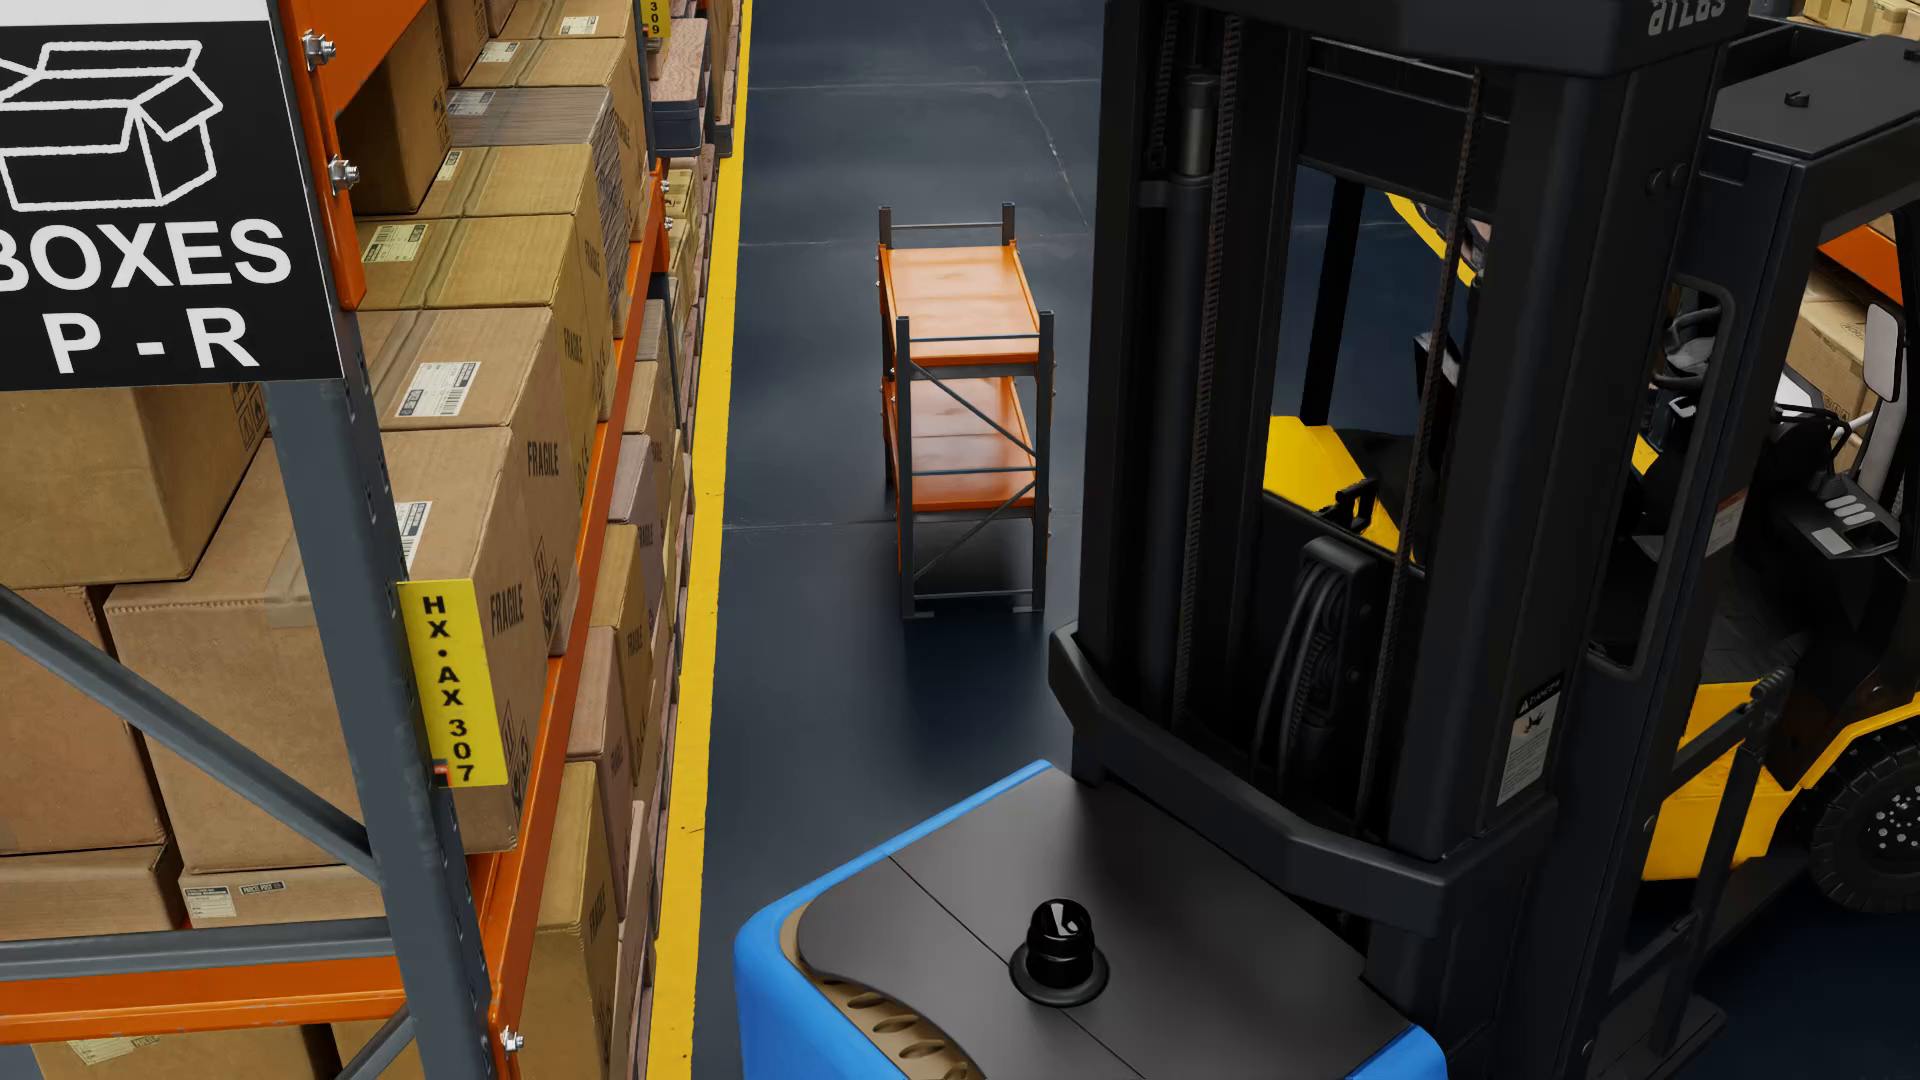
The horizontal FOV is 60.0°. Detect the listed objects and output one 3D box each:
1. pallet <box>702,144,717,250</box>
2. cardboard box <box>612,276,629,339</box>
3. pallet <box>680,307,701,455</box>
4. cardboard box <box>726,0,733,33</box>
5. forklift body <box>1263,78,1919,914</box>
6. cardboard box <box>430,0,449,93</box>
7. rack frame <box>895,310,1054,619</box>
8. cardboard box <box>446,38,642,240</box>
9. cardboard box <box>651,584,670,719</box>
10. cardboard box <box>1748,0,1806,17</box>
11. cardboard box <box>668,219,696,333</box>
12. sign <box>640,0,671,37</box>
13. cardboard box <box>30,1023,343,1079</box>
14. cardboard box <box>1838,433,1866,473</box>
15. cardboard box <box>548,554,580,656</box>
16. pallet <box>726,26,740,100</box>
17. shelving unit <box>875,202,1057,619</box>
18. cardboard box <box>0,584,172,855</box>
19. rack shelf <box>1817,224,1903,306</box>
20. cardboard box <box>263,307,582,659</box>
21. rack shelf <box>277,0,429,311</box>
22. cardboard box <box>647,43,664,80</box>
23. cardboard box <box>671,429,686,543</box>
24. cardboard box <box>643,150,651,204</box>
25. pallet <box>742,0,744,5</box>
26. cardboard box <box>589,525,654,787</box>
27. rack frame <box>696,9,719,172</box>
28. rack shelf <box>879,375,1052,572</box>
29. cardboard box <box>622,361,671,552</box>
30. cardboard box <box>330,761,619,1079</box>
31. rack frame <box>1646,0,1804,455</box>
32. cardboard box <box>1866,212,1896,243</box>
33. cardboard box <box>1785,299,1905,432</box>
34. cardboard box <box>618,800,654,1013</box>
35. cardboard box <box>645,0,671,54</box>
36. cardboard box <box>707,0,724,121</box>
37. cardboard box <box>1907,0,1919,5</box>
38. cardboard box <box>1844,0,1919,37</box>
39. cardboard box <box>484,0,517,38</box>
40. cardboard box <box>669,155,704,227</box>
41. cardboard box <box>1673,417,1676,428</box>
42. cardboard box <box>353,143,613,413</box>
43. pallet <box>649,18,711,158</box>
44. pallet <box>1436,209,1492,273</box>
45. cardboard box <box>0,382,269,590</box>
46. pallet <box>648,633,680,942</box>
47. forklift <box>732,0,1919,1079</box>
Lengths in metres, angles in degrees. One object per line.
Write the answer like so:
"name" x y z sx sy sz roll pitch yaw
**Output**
"pallet" -1.876 -1.899 9.224 1.003 0.211 1.213 -3 31 -5
"cardboard box" -1.142 -0.677 4.704 0.380 0.149 0.250 -3 31 -5
"pallet" -1.648 -0.654 7.138 1.003 0.211 1.213 -3 31 -5
"cardboard box" -2.092 -4.032 11.738 0.875 0.875 0.875 -2 31 -3
"forklift body" 1.748 -0.167 4.432 2.313 2.155 1.214 -3 31 -5
"cardboard box" -1.703 -1.299 4.136 0.700 0.500 0.500 -3 31 -6
"rack frame" 0.047 -0.227 5.533 0.500 1.125 0.032 -3 31 -5
"cardboard box" -1.230 -1.146 4.857 0.500 0.500 0.500 -2 31 -3
"cardboard box" -1.148 0.367 4.982 0.500 0.250 0.500 -2 31 -4
"cardboard box" 3.067 -2.082 6.469 0.500 0.250 0.500 -3 31 -6
"cardboard box" -1.696 -1.140 7.386 0.950 0.372 0.625 -1 31 -1
"sign" -1.034 -1.855 5.586 0.100 0.325 0.005 -3 31 -5
"cardboard box" -1.535 0.871 3.408 0.500 0.500 0.500 -3 31 -4
"cardboard box" 3.190 -0.131 5.329 0.500 0.250 0.500 -3 31 -5
"cardboard box" -0.985 0.114 3.379 0.380 0.149 0.250 -2 31 -4
"pallet" -2.057 -3.326 11.612 1.003 0.211 1.213 -3 31 -5
"shelving unit" -0.001 -0.486 5.967 0.538 1.125 1.048 -3 31 -5
"cardboard box" -1.525 0.154 2.679 0.500 0.500 0.500 -3 31 -5
"rack shelf" 3.555 -0.363 4.634 1.077 0.370 4.000 -3 31 -5
"cardboard box" -1.020 -0.101 3.107 0.500 0.500 0.500 -2 31 -3
"rack shelf" -1.387 -1.411 3.464 1.077 0.370 4.000 -3 31 -5
"cardboard box" -1.311 -1.823 6.212 0.380 0.149 0.250 -2 31 -4
"cardboard box" -1.251 -0.164 5.871 0.500 0.250 0.500 -1 31 -2
"cardboard box" -1.240 -1.196 5.572 0.380 0.149 0.250 -3 31 -5
"pallet" -2.314 -4.732 13.967 1.003 0.211 1.213 -3 31 -5
"cardboard box" -1.095 0.307 4.352 0.500 0.500 0.500 -2 31 -4
"rack frame" -1.948 -3.495 9.177 1.000 3.000 0.127 -3 31 -5
"rack shelf" -0.001 -0.276 6.093 0.538 0.278 1.000 -3 31 -5
"cardboard box" -1.202 -0.226 5.244 0.500 0.500 0.500 -2 31 -4
"cardboard box" -1.003 0.830 3.476 0.500 0.500 0.500 -4 31 -6
"rack frame" 3.368 -1.693 6.159 1.000 3.000 0.127 -3 31 -5
"cardboard box" 3.214 -1.232 5.289 0.500 0.500 0.500 -2 31 -4
"cardboard box" 3.138 -0.598 5.624 0.500 0.250 0.500 -3 31 -5
"cardboard box" -1.040 0.903 4.085 0.500 0.250 0.500 -2 31 -3
"cardboard box" -1.332 -2.057 5.972 0.500 0.500 0.500 -2 31 -3
"cardboard box" -1.929 -3.120 10.211 0.875 0.875 0.875 -3 31 -5
"cardboard box" 3.234 -1.837 5.380 0.380 0.149 0.250 -2 31 -4
"cardboard box" 3.161 -1.707 5.452 0.380 0.149 0.250 -2 31 -3
"cardboard box" -1.749 -1.818 5.006 0.700 0.500 0.500 -3 31 -5
"cardboard box" -1.828 -1.882 8.629 0.950 0.372 0.625 -3 31 -6
"cardboard box" 3.083 -0.430 6.317 0.500 0.250 0.500 -2 31 -4
"cardboard box" -1.124 -0.620 3.976 0.500 0.500 0.500 -3 31 -6
"pallet" -1.500 -1.768 6.472 1.003 0.211 1.213 -3 31 -5
"pallet" 3.143 -1.494 8.546 1.003 0.211 1.213 -3 31 -5
"cardboard box" -1.465 -0.261 2.400 0.700 0.500 0.500 -3 31 -6
"pallet" -1.359 0.709 4.856 1.003 0.211 1.213 -3 31 -5
"forklift" 1.028 0.064 3.285 3.031 2.935 1.130 -23 38 -33
